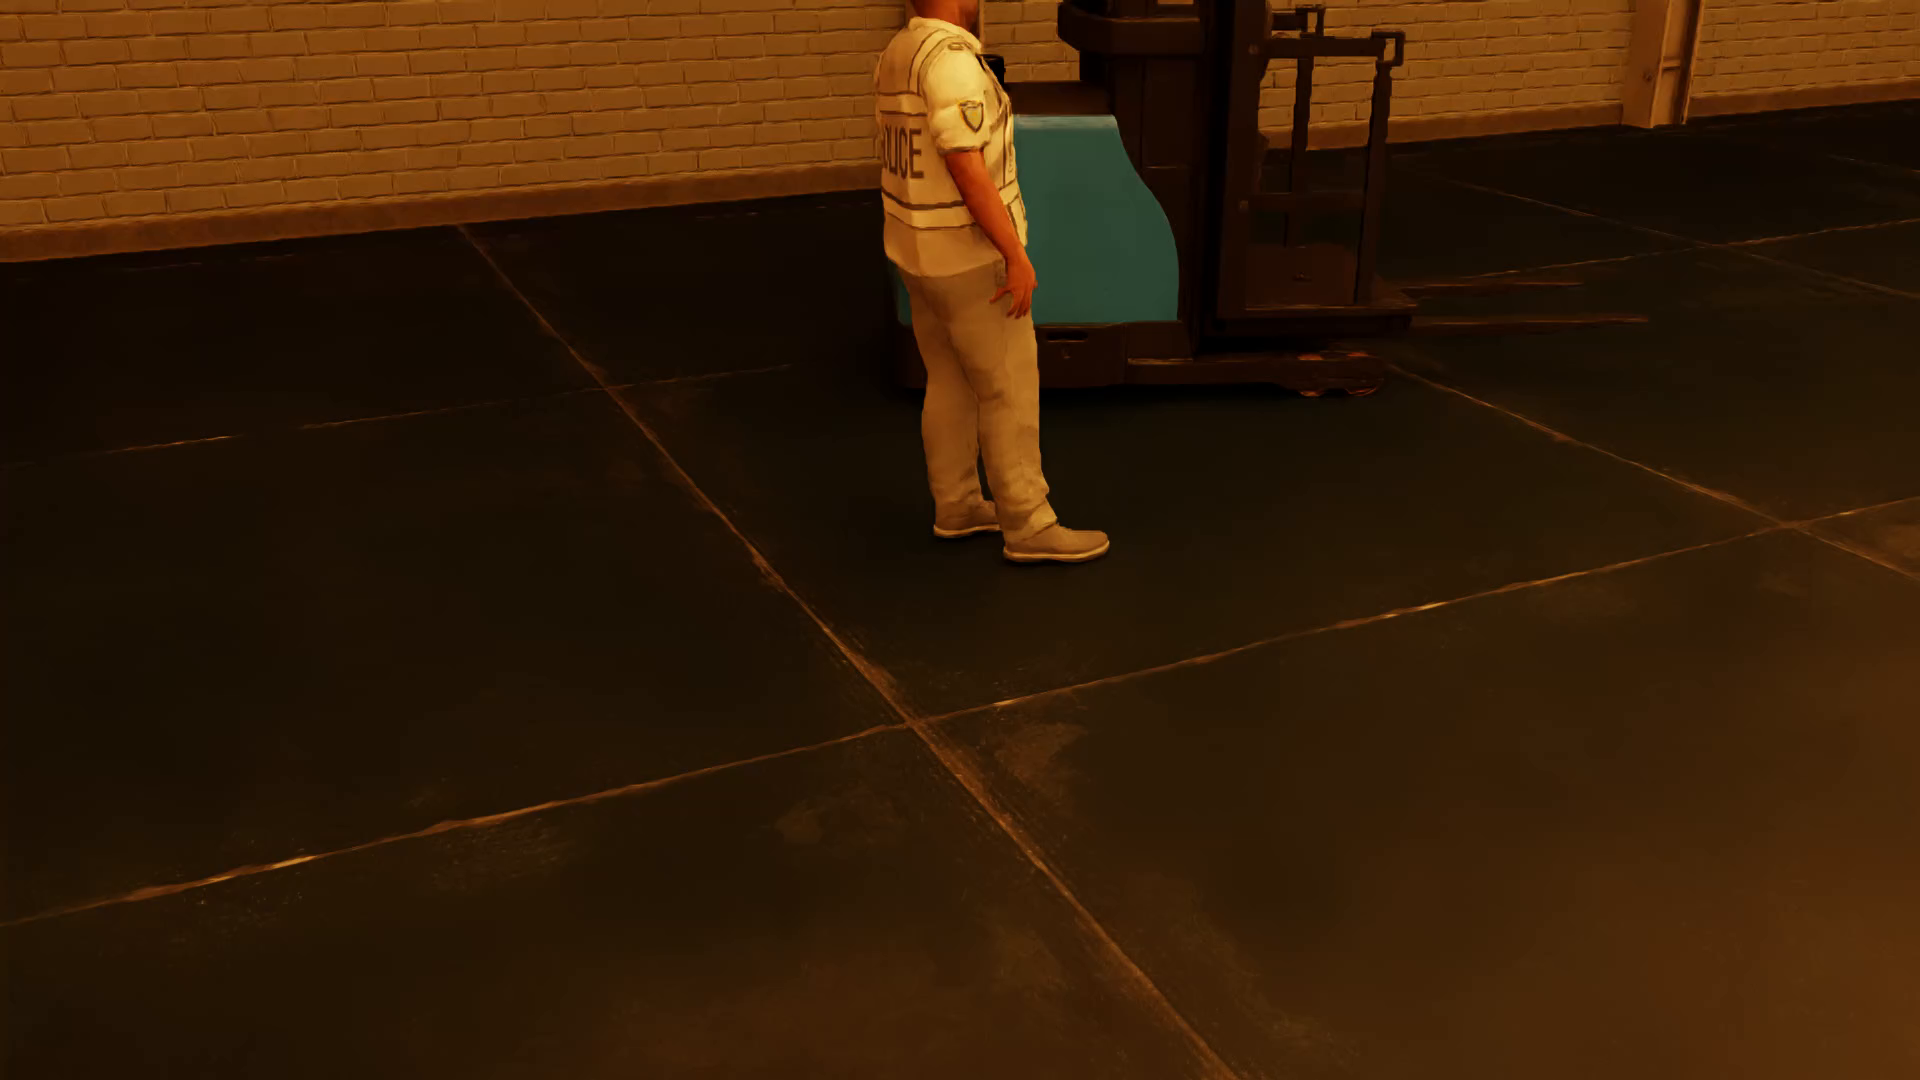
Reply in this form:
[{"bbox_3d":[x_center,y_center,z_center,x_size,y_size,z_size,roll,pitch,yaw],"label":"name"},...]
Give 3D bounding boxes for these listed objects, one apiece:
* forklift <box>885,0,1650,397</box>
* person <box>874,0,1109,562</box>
[{"bbox_3d":[1.227,-2.107,6.358,3.031,2.935,1.130,-2,23,-5],"label":"forklift"},{"bbox_3d":[0.076,-0.837,4.783,0.574,1.778,0.640,-10,25,-23],"label":"person"}]
